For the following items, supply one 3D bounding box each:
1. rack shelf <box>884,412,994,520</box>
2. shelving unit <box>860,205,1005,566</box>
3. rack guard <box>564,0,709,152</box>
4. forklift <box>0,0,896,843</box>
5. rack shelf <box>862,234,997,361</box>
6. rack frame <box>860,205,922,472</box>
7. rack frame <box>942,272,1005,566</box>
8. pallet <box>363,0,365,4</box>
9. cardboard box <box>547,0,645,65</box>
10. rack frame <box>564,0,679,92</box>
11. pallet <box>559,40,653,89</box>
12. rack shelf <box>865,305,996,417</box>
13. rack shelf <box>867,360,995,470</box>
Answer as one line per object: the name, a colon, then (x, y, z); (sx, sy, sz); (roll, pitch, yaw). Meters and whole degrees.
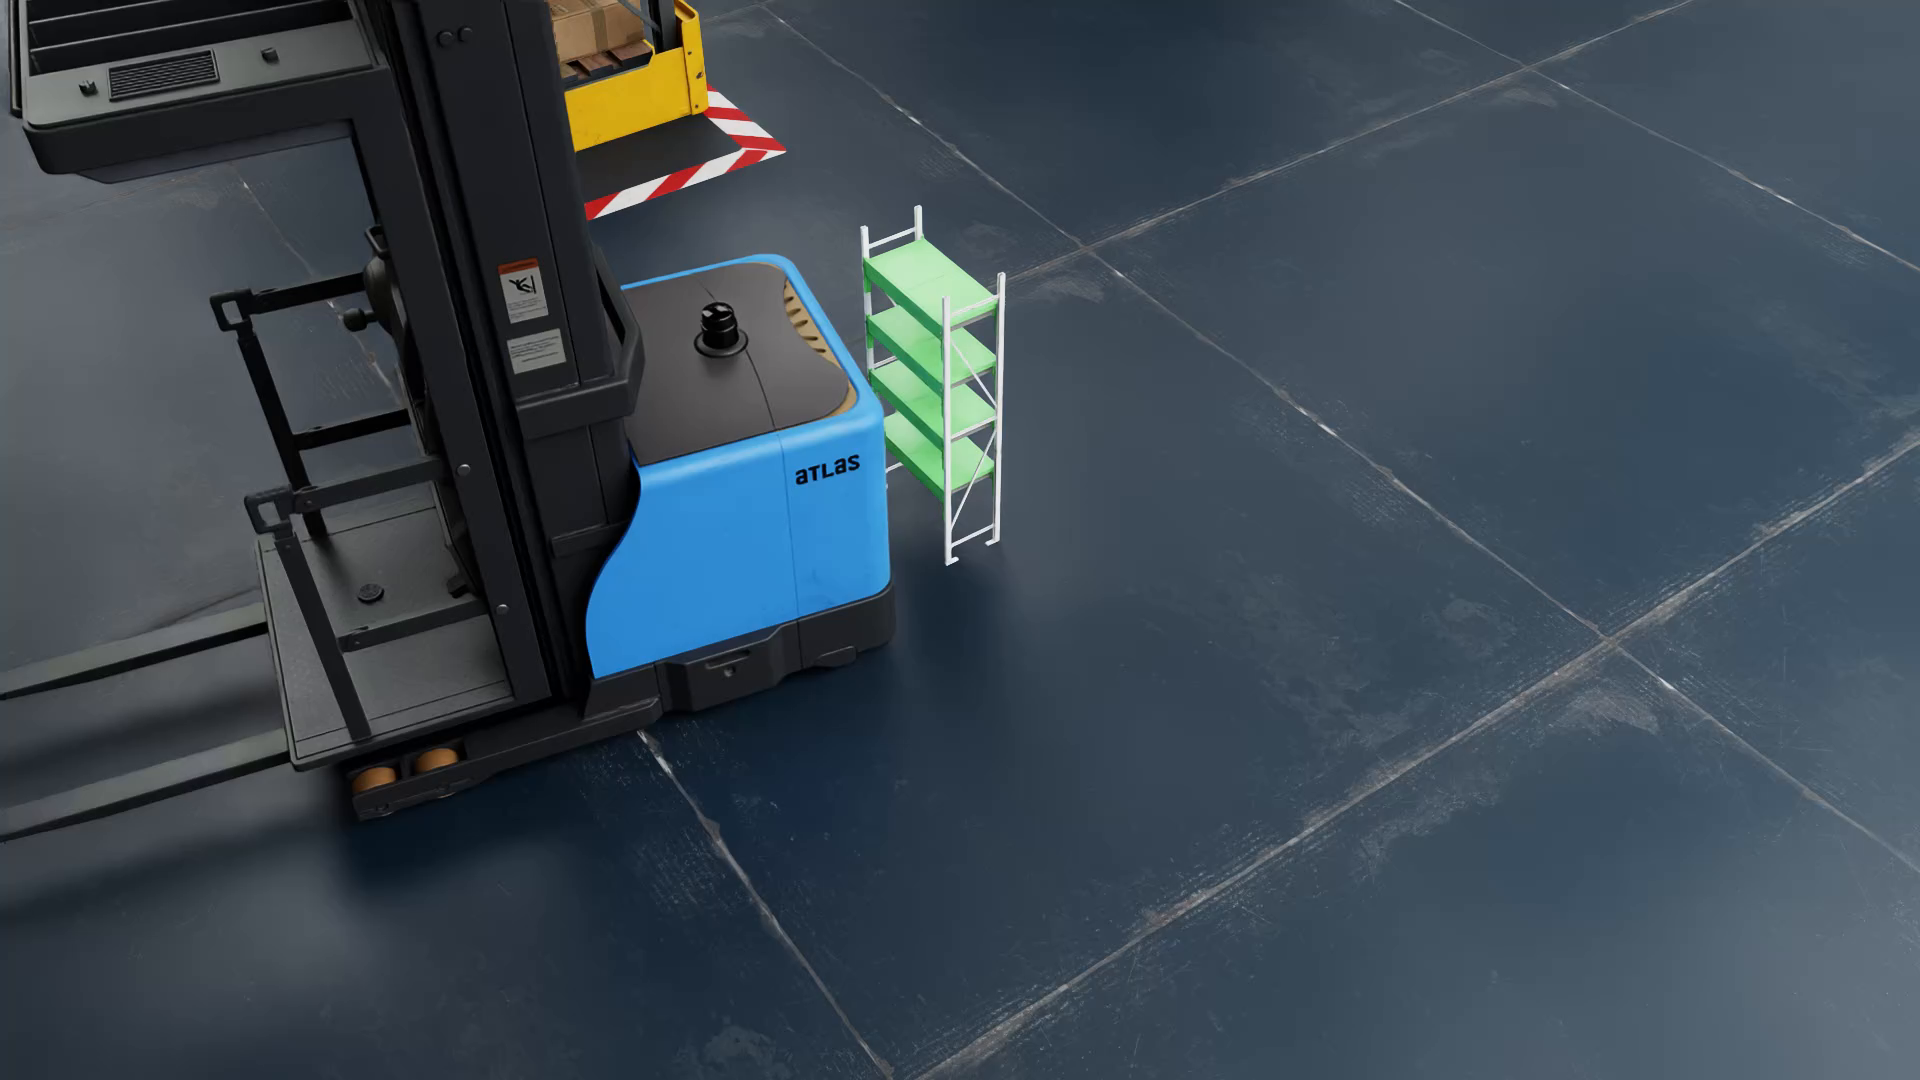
rack shelf: (-0.095, -0.308, 6.144); (0.258, 0.148, 0.480); (-26, 49, -24)
shelving unit: (-0.095, -0.528, 5.934); (0.258, 1.200, 0.503); (-26, 49, -24)
rack guard: (-1.850, -2.276, 8.273); (1.175, 0.500, 0.348); (-26, 49, -24)
forklift: (-1.789, -0.590, 4.746); (3.031, 2.935, 1.130); (-16, 46, -16)
rack shelf: (-0.095, -0.829, 5.647); (0.258, 0.148, 0.480); (-26, 49, -24)
rack frame: (-0.234, -0.666, 6.079); (0.240, 1.200, 0.015); (-26, 49, -24)
rack frame: (0.045, -0.390, 5.789); (0.240, 1.200, 0.015); (-26, 49, -24)
pallet: (-3.029, -3.293, 9.546); (1.003, 0.211, 1.213); (-26, 49, -24)
cardboard box: (-1.988, -2.743, 8.638); (0.500, 0.250, 0.500); (-26, 49, -24)
rack frame: (-1.863, -3.194, 7.424); (1.000, 3.000, 0.127); (-26, 49, -24)
pallet: (-2.335, -2.602, 8.823); (1.003, 0.211, 1.213); (-26, 49, -24)
rack shelf: (-0.095, -0.655, 5.812); (0.258, 0.148, 0.480); (-26, 49, -24)
rack shelf: (-0.095, -0.482, 5.978); (0.258, 0.148, 0.480); (-26, 49, -24)
